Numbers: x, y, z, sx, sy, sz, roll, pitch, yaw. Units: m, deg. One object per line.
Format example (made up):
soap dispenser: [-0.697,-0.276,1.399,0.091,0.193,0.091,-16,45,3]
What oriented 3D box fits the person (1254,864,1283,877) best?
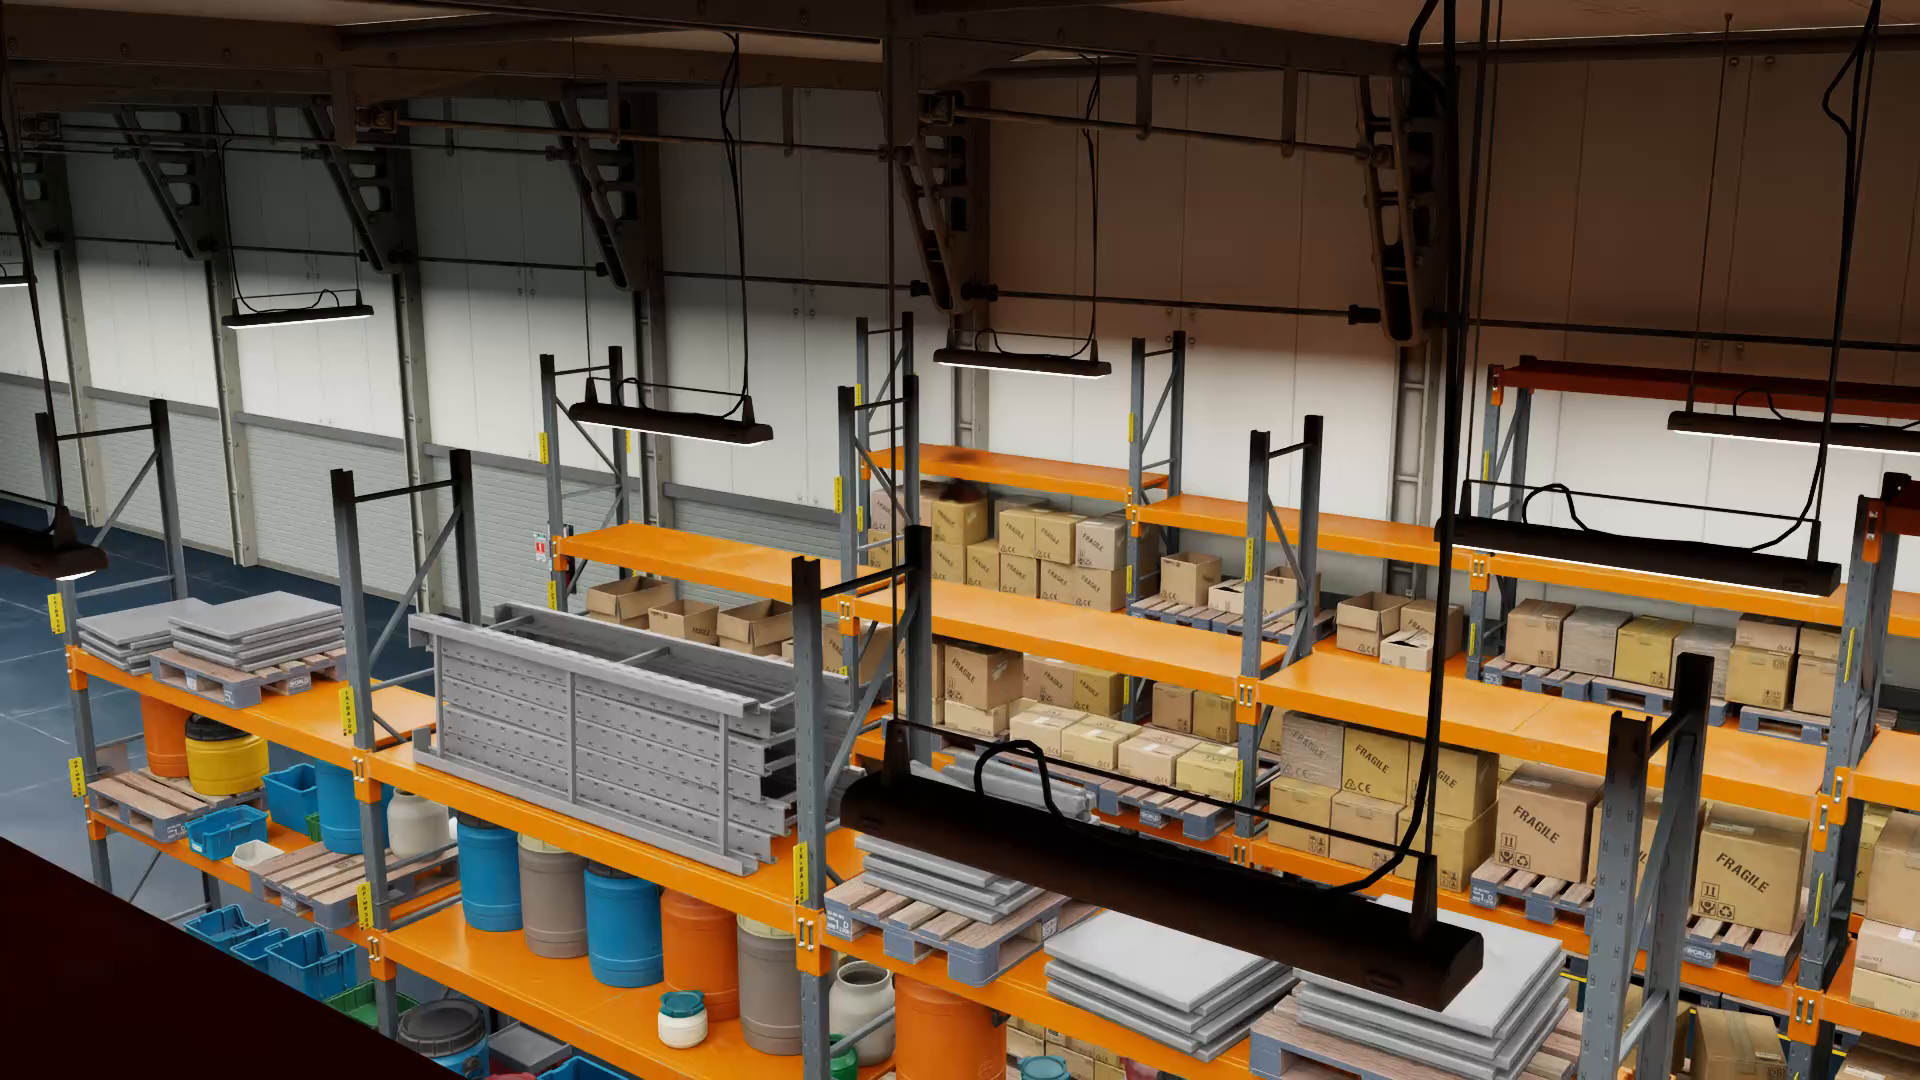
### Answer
person: [3.007,3.423,16.613,1.019,1.729,0.652,8,15,30]

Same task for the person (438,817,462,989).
person: [-4.834,3.507,16.196,0.581,1.776,0.418,-3,13,-14]
